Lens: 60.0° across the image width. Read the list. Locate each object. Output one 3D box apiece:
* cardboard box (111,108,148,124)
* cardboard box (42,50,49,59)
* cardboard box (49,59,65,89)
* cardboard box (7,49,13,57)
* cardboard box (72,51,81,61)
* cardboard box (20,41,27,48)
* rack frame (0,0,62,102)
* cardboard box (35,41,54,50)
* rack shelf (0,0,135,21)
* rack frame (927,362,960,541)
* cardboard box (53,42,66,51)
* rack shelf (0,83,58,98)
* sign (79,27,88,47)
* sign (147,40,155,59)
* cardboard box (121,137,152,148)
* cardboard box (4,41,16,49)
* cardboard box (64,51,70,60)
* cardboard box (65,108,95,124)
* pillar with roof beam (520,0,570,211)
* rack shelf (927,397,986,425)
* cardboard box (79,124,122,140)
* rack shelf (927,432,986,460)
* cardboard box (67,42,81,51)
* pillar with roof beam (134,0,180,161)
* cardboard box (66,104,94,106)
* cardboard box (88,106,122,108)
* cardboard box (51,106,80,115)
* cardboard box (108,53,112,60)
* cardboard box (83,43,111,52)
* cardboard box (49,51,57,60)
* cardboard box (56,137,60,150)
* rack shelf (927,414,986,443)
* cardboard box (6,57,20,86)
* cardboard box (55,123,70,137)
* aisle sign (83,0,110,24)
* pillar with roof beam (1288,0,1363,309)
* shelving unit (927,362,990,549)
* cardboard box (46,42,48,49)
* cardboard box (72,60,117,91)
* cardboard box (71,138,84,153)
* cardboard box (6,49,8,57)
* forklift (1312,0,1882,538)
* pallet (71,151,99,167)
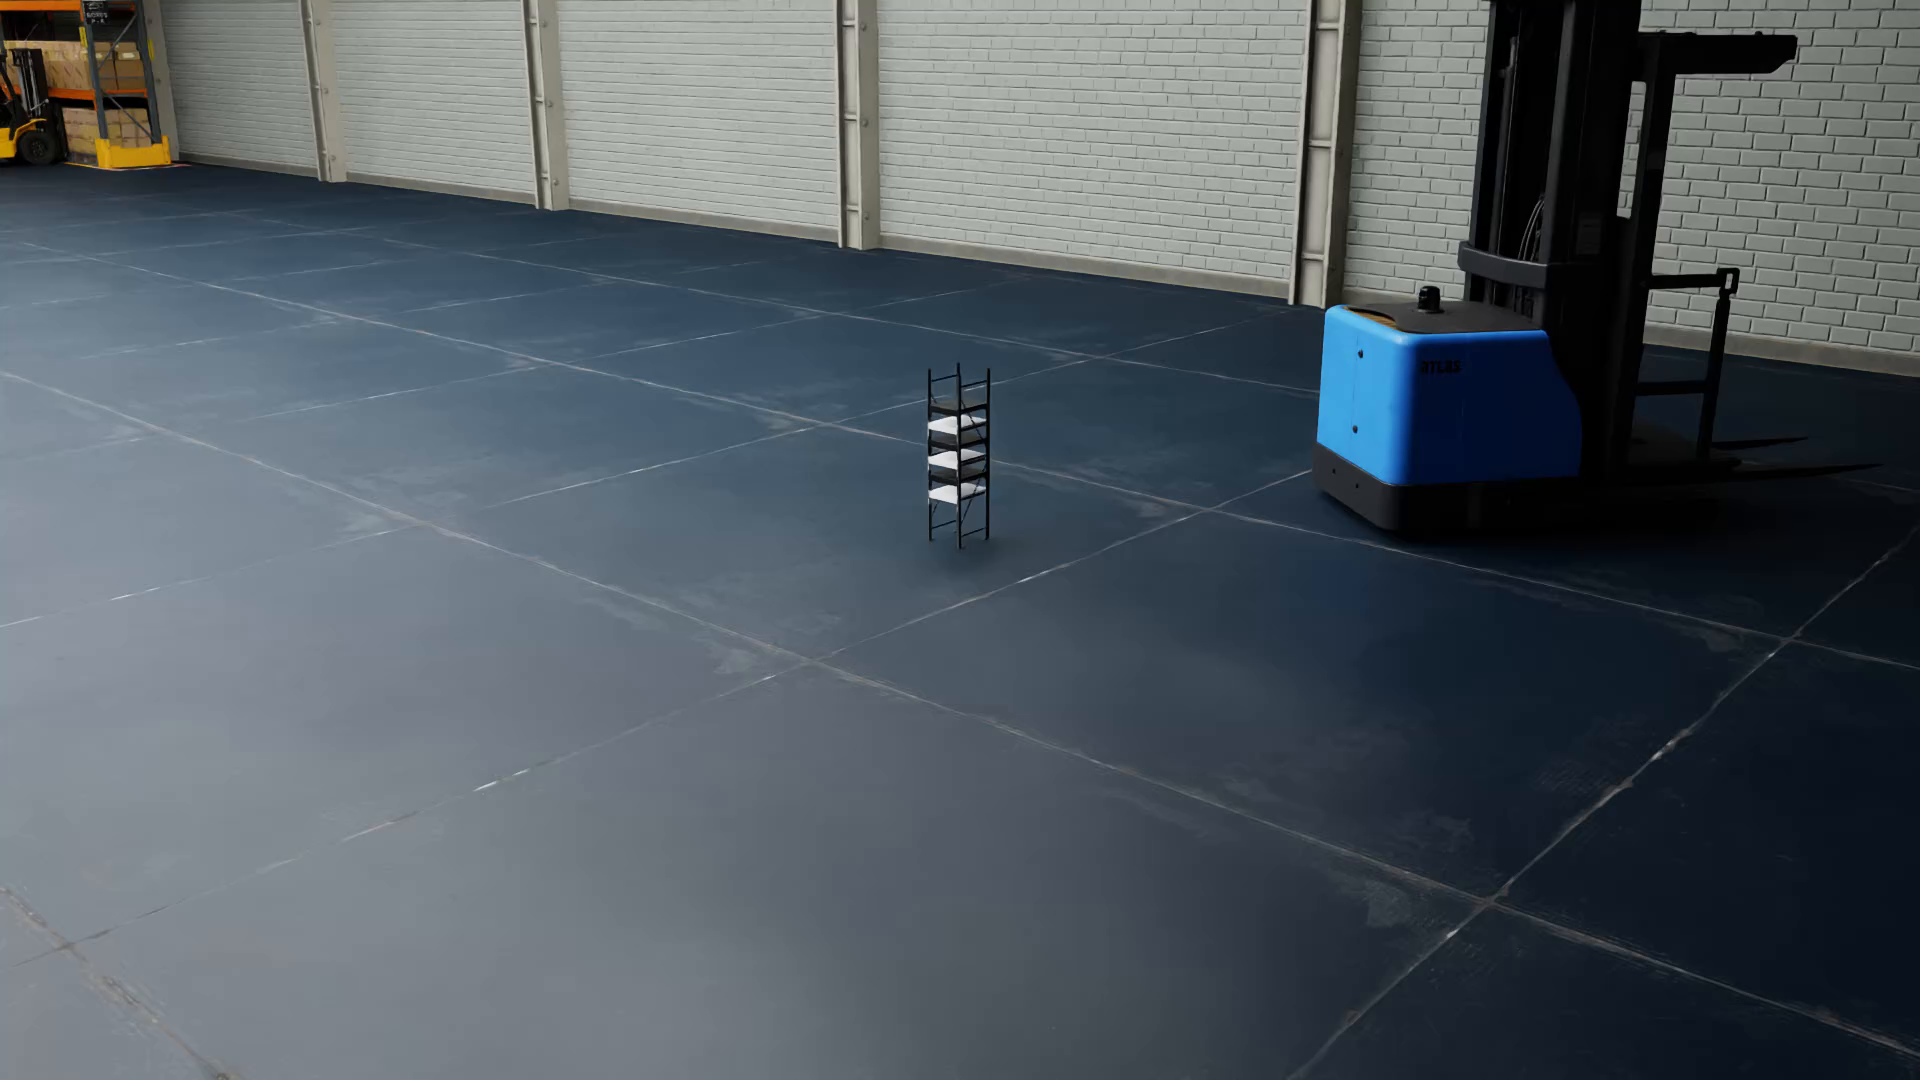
[{"bbox_3d":[-14.943,-7.612,29.835,0.500,0.250,0.500,15,23,38],"label":"cardboard box"},{"bbox_3d":[-16.494,-8.828,30.231,0.250,0.149,0.380,14,23,38],"label":"cardboard box"},{"bbox_3d":[-16.017,-8.402,29.963,0.500,0.500,0.500,14,23,38],"label":"cardboard box"},{"bbox_3d":[-17.637,-9.143,31.223,0.250,0.149,0.380,15,23,38],"label":"cardboard box"},{"bbox_3d":[-15.365,-8.514,29.242,0.250,0.149,0.380,16,23,40],"label":"cardboard box"},{"bbox_3d":[-17.083,-9.120,30.662,0.250,0.149,0.380,16,23,40],"label":"cardboard box"},{"bbox_3d":[-17.701,-8.909,31.726,0.127,3.000,1.000,15,23,39],"label":"rack frame"},{"bbox_3d":[-16.643,-9.036,30.396,0.250,0.149,0.380,15,23,39],"label":"cardboard box"},{"bbox_3d":[-16.205,-9.594,30.115,4.000,0.370,1.077,15,23,39],"label":"rack shelf"},{"bbox_3d":[-0.082,-0.451,8.545,0.006,0.900,0.240,15,23,39],"label":"rack frame"},{"bbox_3d":[-15.941,-8.812,29.689,0.250,0.149,0.380,16,23,41],"label":"cardboard box"},{"bbox_3d":[-19.197,-8.968,33.100,4.000,0.370,1.077,15,23,39],"label":"rack shelf"},{"bbox_3d":[-15.080,-8.651,28.606,0.005,0.325,0.100,15,23,39],"label":"sign"},{"bbox_3d":[-14.336,-8.681,29.444,0.005,0.325,0.100,15,23,39],"label":"sign"},{"bbox_3d":[-14.947,-7.138,29.997,0.500,0.250,0.500,15,23,39],"label":"cardboard box"},{"bbox_3d":[-17.660,-9.277,31.154,0.250,0.149,0.380,16,23,40],"label":"cardboard box"},{"bbox_3d":[-15.697,-8.632,29.614,0.250,0.149,0.380,15,23,39],"label":"cardboard box"},{"bbox_3d":[-15.647,-7.595,29.784,0.500,0.250,0.500,16,23,40],"label":"cardboard box"},{"bbox_3d":[-8.514,-7.926,18.709,0.400,9.000,9.100,15,23,39],"label":"pillar with roof beam"},{"bbox_3d":[-0.006,-0.656,8.409,0.200,0.077,0.258,15,23,39],"label":"rack shelf"},{"bbox_3d":[-15.281,-7.261,29.557,0.500,0.250,0.500,15,23,39],"label":"cardboard box"},{"bbox_3d":[-0.006,-0.485,8.464,0.200,0.077,0.258,15,23,39],"label":"rack shelf"},{"bbox_3d":[-15.536,-8.718,29.393,0.250,0.149,0.380,16,23,40],"label":"cardboard box"},{"bbox_3d":[-17.489,-10.335,26.301,0.400,9.000,9.100,15,23,39],"label":"pillar with roof beam"},{"bbox_3d":[-16.446,-8.017,31.114,0.500,0.250,0.500,15,23,40],"label":"cardboard box"},{"bbox_3d":[-15.686,-7.814,30.473,0.500,0.250,0.500,15,23,39],"label":"cardboard box"},{"bbox_3d":[-16.405,-7.798,30.422,0.500,0.250,0.500,14,23,38],"label":"cardboard box"},{"bbox_3d":[-15.018,-8.625,29.592,0.250,0.149,0.380,15,23,39],"label":"cardboard box"},{"bbox_3d":[-15.117,-8.629,29.113,0.250,0.149,0.380,15,23,39],"label":"cardboard box"},{"bbox_3d":[-16.130,-8.721,29.895,0.250,0.149,0.380,15,23,40],"label":"cardboard box"},{"bbox_3d":[-16.408,-7.322,30.576,0.500,0.250,0.500,16,24,41],"label":"cardboard box"},{"bbox_3d":[-0.006,-0.570,8.436,0.200,0.077,0.258,15,23,39],"label":"rack shelf"},{"bbox_3d":[-17.542,-8.809,31.244,0.500,0.500,0.500,14,22,38],"label":"cardboard box"},{"bbox_3d":[-16.049,-7.463,30.193,0.500,0.250,0.500,14,23,38],"label":"cardboard box"},{"bbox_3d":[-14.855,-9.266,28.551,0.004,0.787,0.394,15,23,39],"label":"aisle sign"},{"bbox_3d":[0.461,-5.516,11.117,0.400,9.000,9.100,15,23,39],"label":"pillar with roof beam"},{"bbox_3d":[-0.006,-0.431,8.481,0.210,0.900,0.258,15,23,39],"label":"shelving unit"},{"bbox_3d":[-16.268,-8.936,30.079,0.250,0.149,0.380,15,23,40],"label":"cardboard box"},{"bbox_3d":[-15.252,-8.193,29.304,0.500,0.500,0.500,14,23,38],"label":"cardboard box"},{"bbox_3d":[-15.636,-7.120,29.941,0.500,0.250,0.500,15,23,39],"label":"cardboard box"},{"bbox_3d":[-18.104,-9.284,31.670,0.250,0.149,0.380,16,24,41],"label":"cardboard box"},{"bbox_3d":[3.559,-1.614,8.853,3.031,2.935,1.130,-3,18,-11],"label":"forklift"},{"bbox_3d":[-15.309,-6.921,30.071,1.213,0.211,1.003,15,23,39],"label":"pallet"}]
